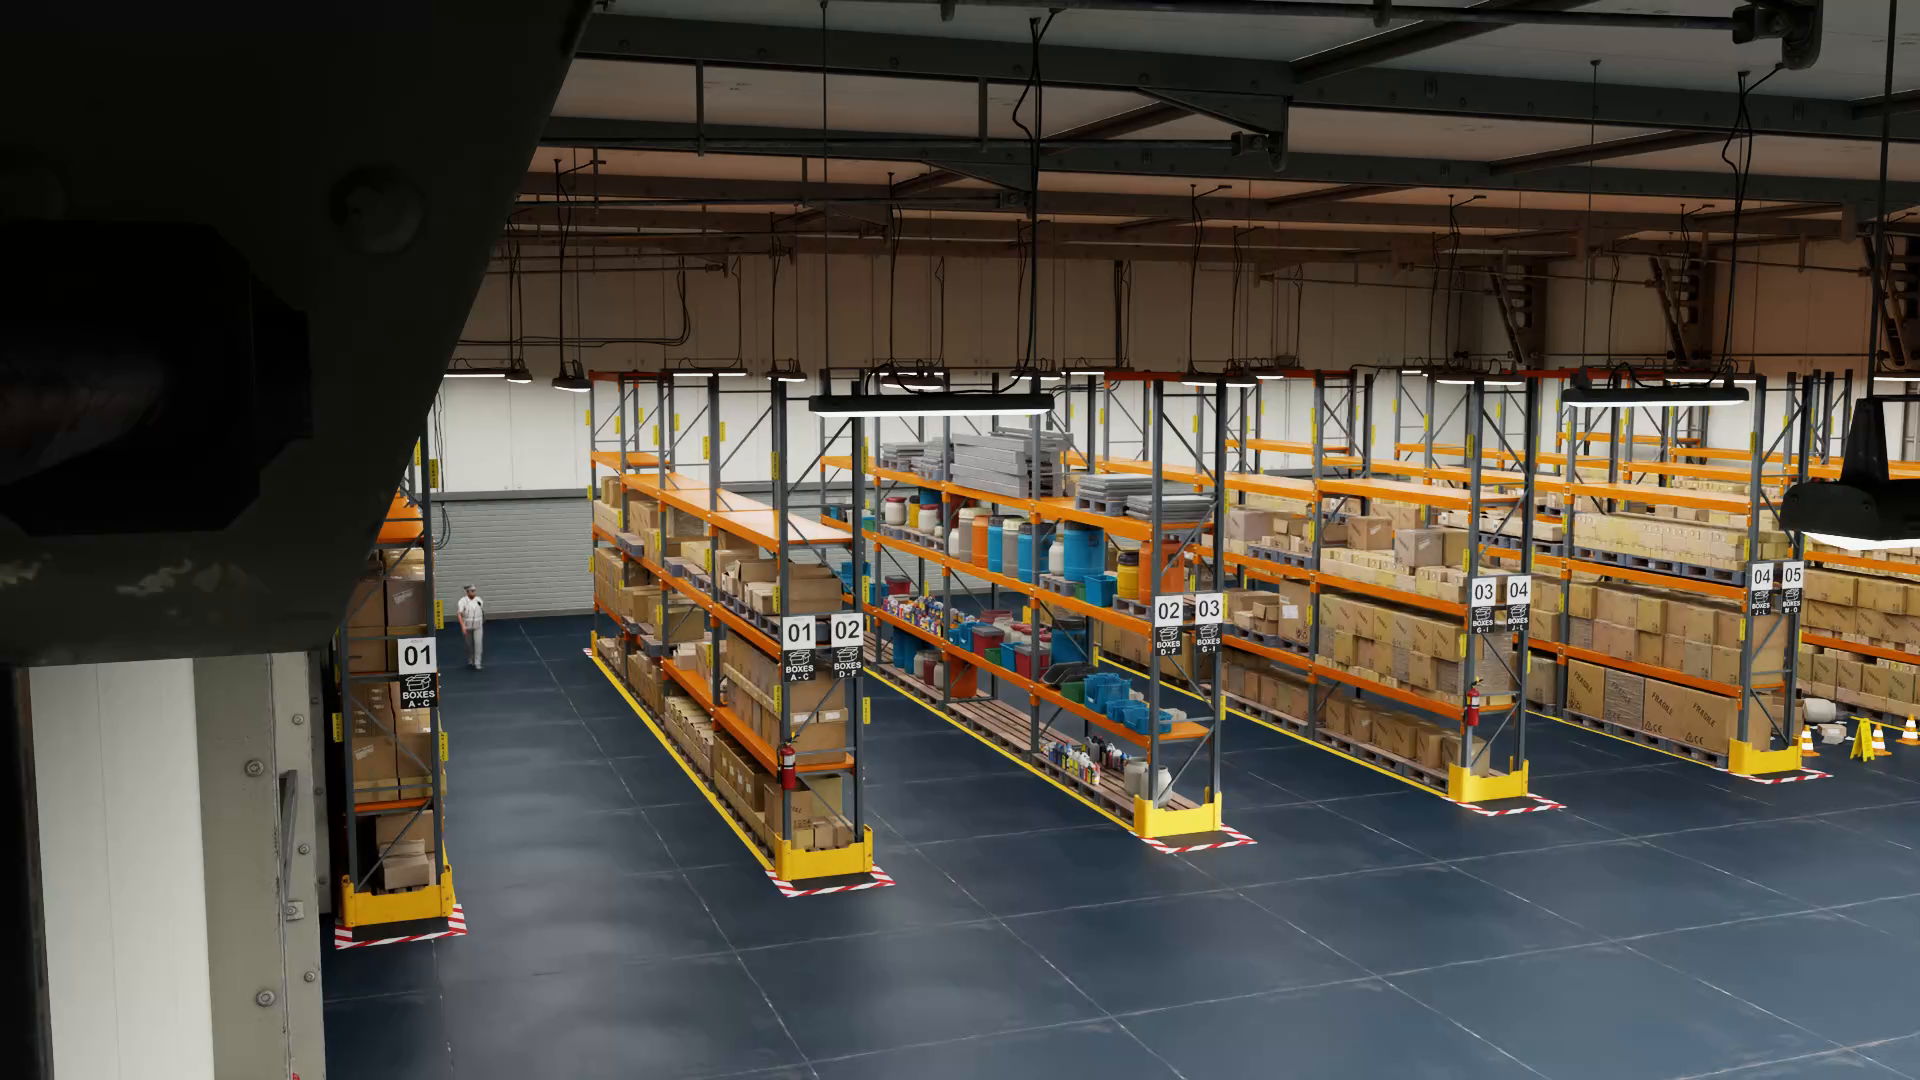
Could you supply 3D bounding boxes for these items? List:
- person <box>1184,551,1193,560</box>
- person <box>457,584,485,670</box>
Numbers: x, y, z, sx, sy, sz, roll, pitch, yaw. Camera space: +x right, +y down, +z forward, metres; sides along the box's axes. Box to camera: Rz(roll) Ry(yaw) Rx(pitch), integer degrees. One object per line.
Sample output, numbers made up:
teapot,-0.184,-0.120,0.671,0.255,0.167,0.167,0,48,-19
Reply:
person,5.749,0.838,42.037,0.438,1.623,0.487,3,7,24
person,-9.839,1.734,33.481,0.527,1.731,1.021,-2,7,-15
